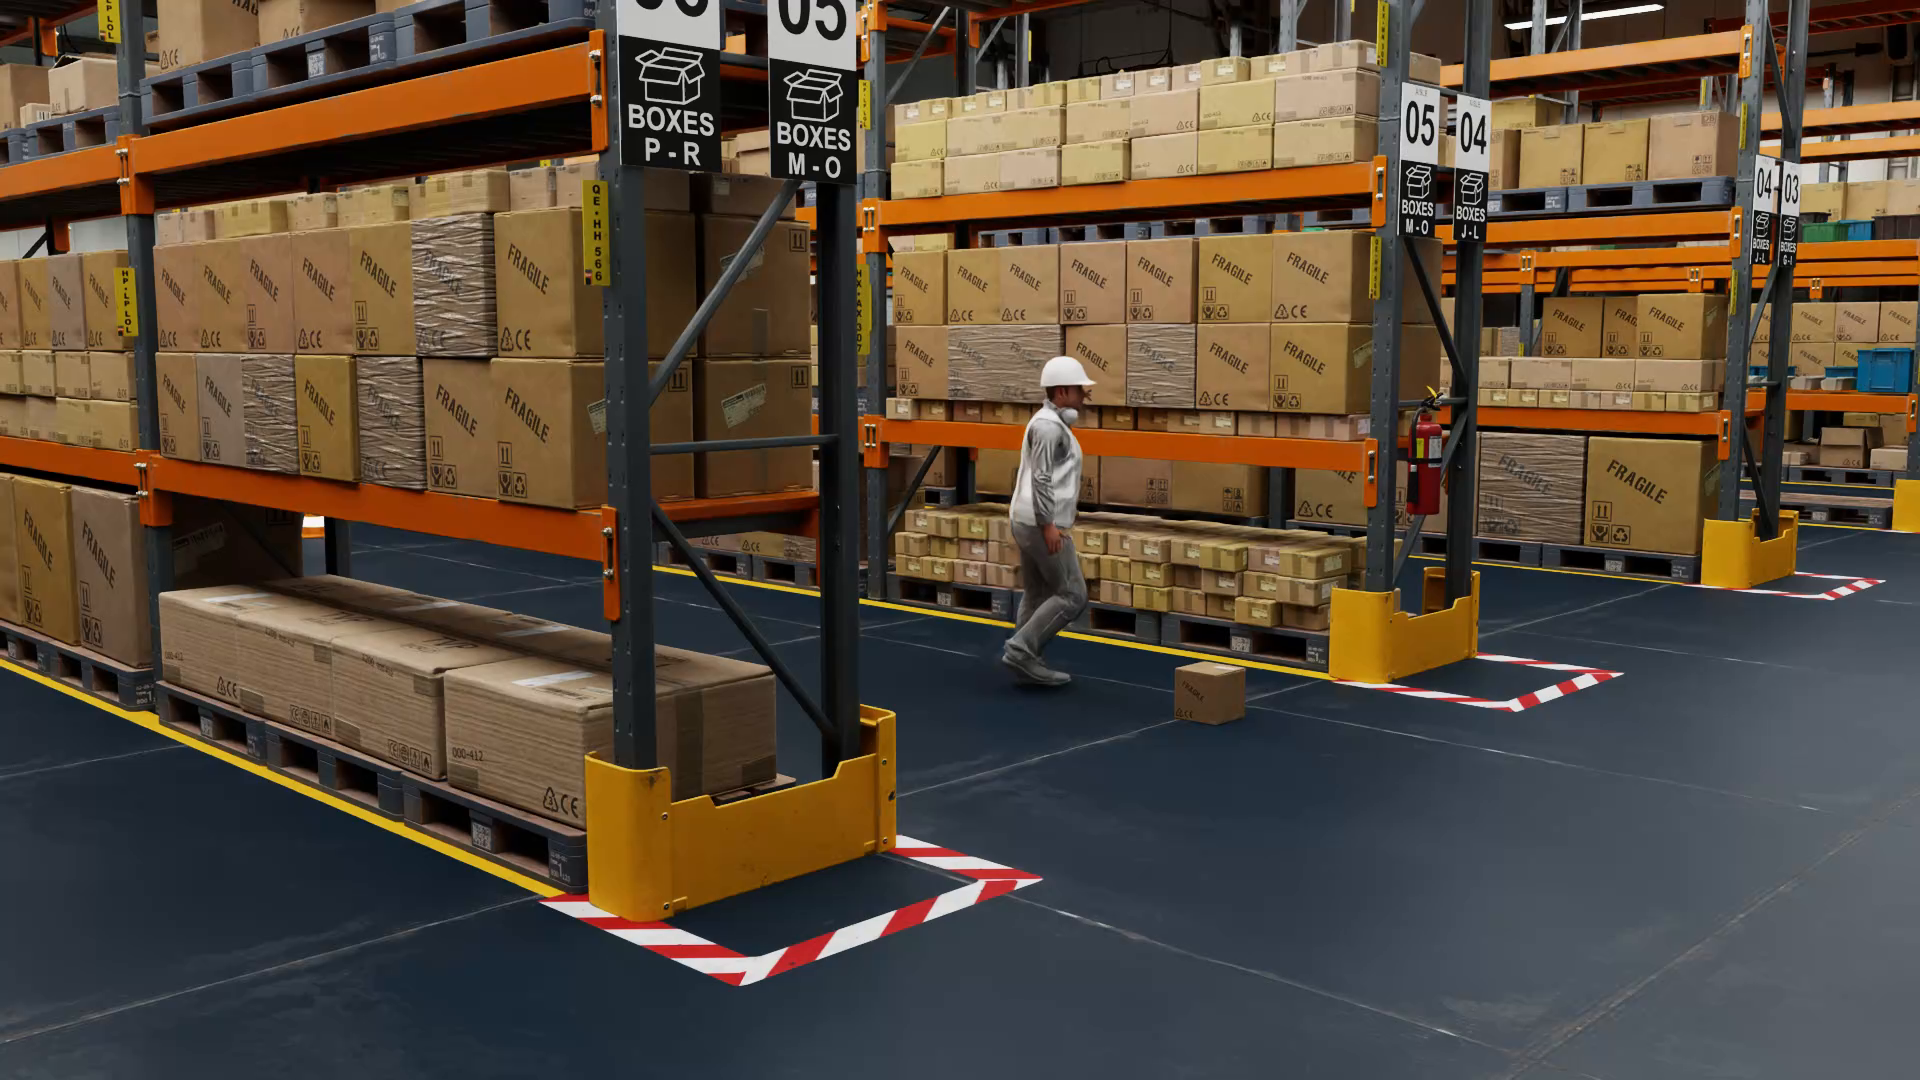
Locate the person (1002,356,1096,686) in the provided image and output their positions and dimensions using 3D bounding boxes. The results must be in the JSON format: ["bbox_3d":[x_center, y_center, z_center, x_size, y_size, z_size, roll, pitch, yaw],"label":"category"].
[{"bbox_3d":[0.469,-0.084,8.796,0.490,1.764,0.554,0,7,2],"label":"person"}]
